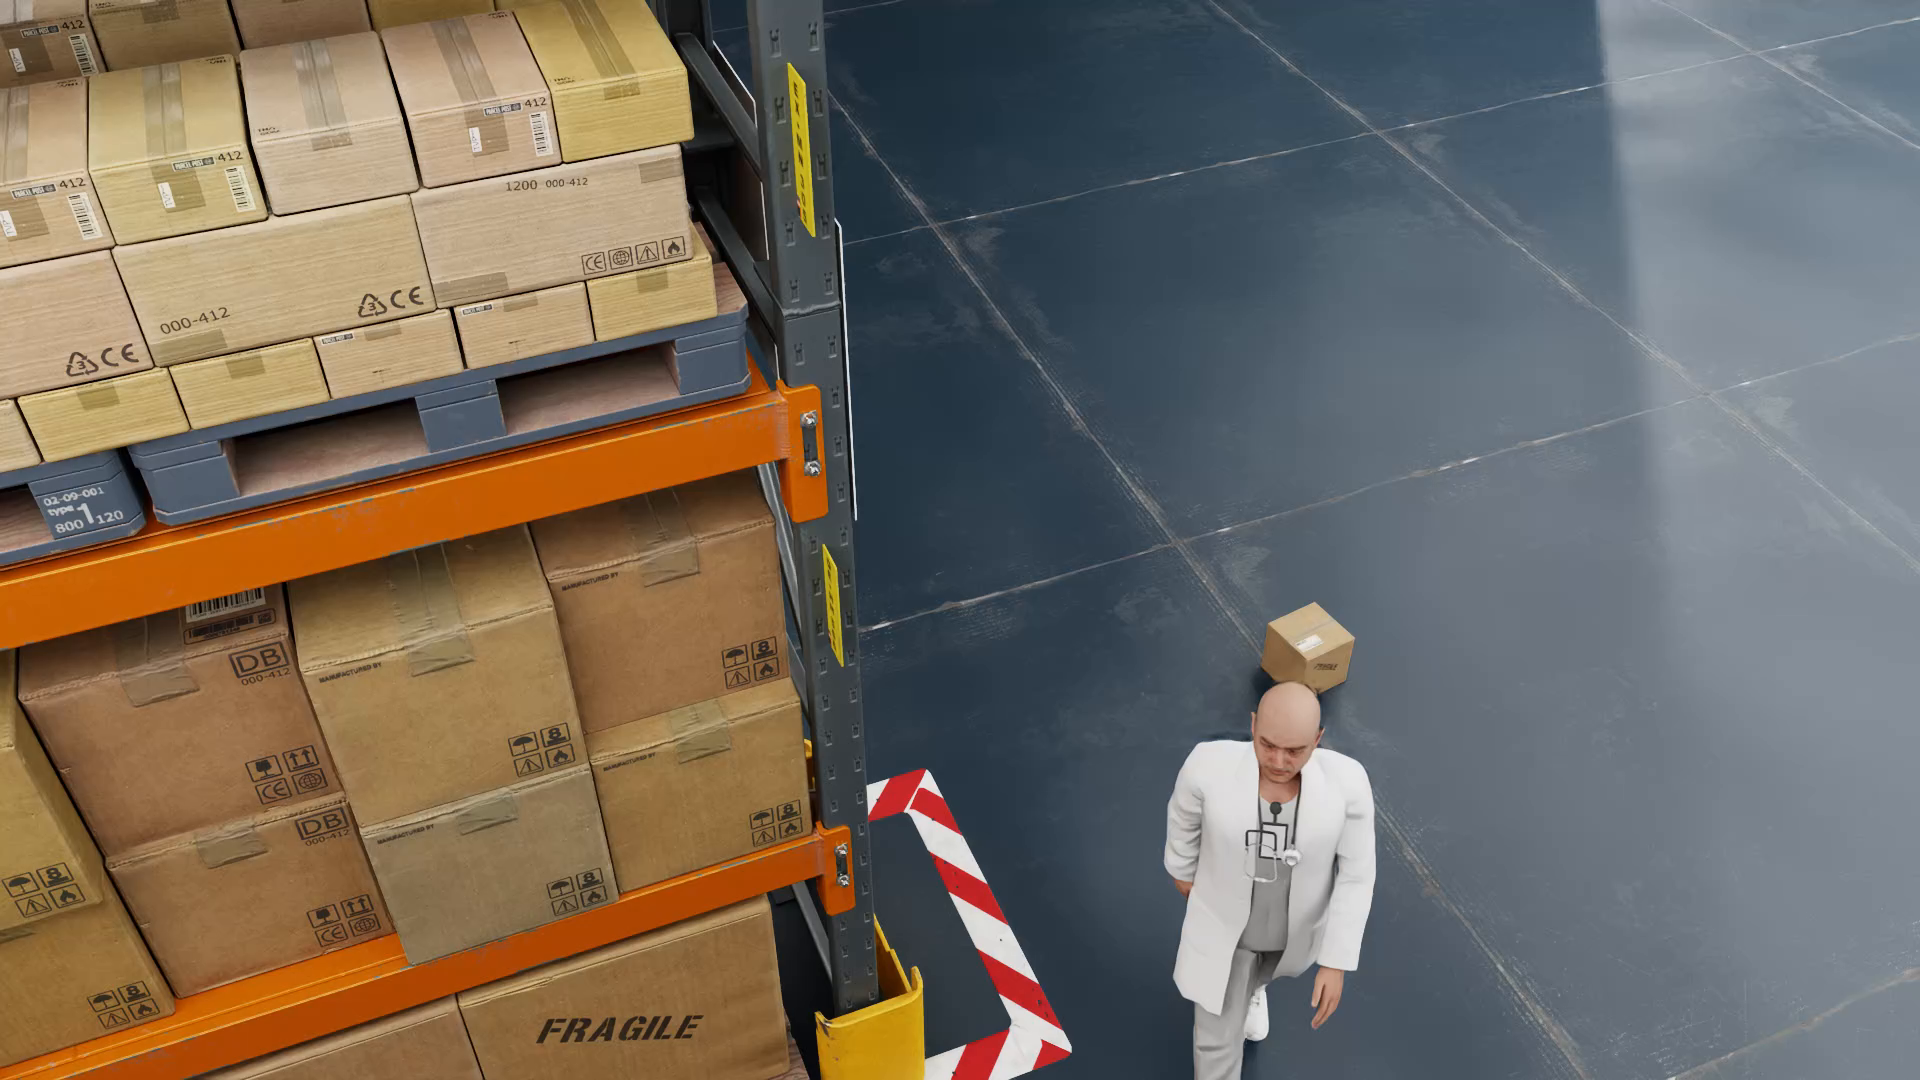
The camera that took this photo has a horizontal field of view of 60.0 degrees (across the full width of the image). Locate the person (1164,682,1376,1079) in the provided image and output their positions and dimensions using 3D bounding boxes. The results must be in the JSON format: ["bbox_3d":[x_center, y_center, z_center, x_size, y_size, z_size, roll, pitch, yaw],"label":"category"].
[{"bbox_3d":[0.879,1.145,4.839,0.577,1.722,1.087,2,41,3],"label":"person"}]
